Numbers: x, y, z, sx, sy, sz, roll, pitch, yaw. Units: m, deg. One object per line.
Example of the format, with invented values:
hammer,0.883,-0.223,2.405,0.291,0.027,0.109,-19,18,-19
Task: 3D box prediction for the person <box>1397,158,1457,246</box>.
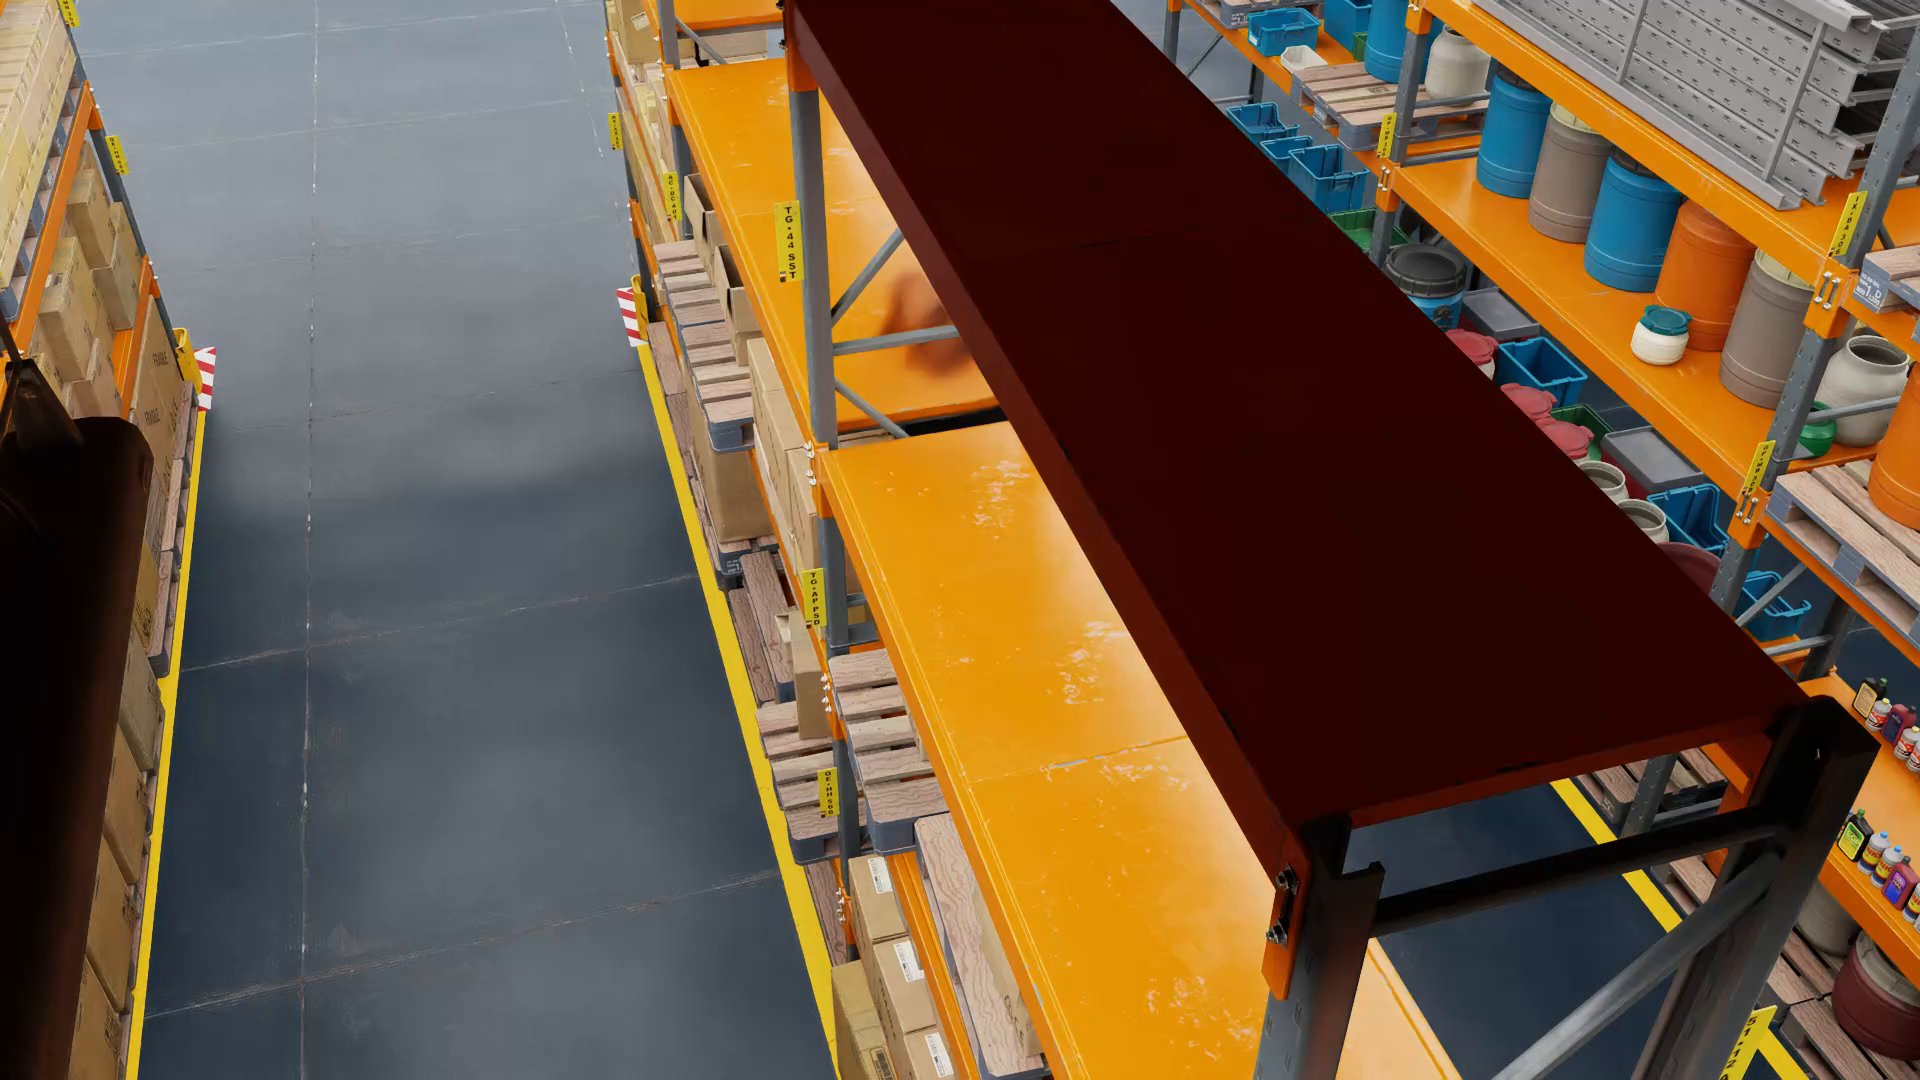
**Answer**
person,4.289,-3.055,15.345,0.579,1.635,0.923,-15,41,-18
